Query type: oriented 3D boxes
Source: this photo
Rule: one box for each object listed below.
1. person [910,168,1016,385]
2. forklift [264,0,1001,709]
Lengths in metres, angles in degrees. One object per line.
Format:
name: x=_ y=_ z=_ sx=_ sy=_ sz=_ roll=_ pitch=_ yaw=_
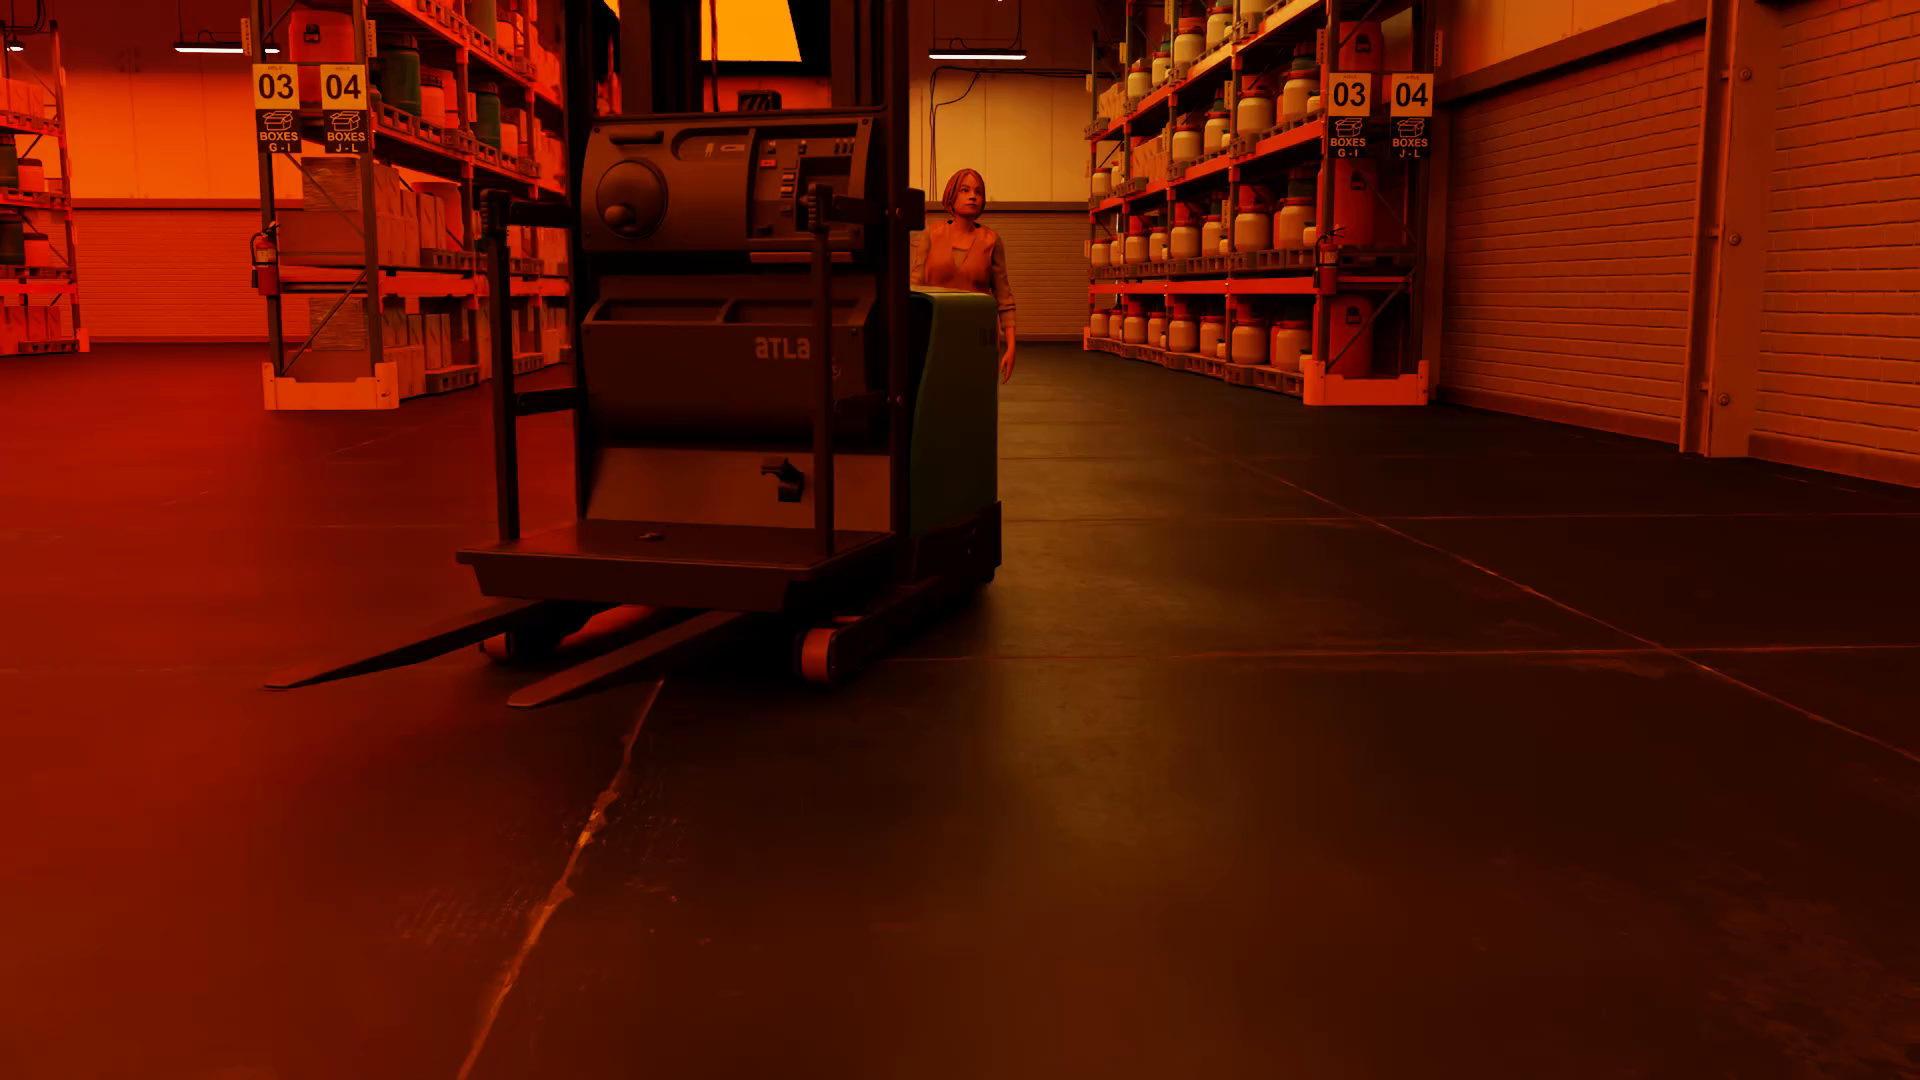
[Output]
person: x=-0.006 y=-1.128 z=7.167 sx=0.502 sy=0.907 sz=0.256 roll=-1 pitch=8 yaw=-4
forklift: x=-0.767 y=-1.110 z=4.805 sx=1.130 sy=2.935 sz=3.031 roll=3 pitch=9 yaw=17
